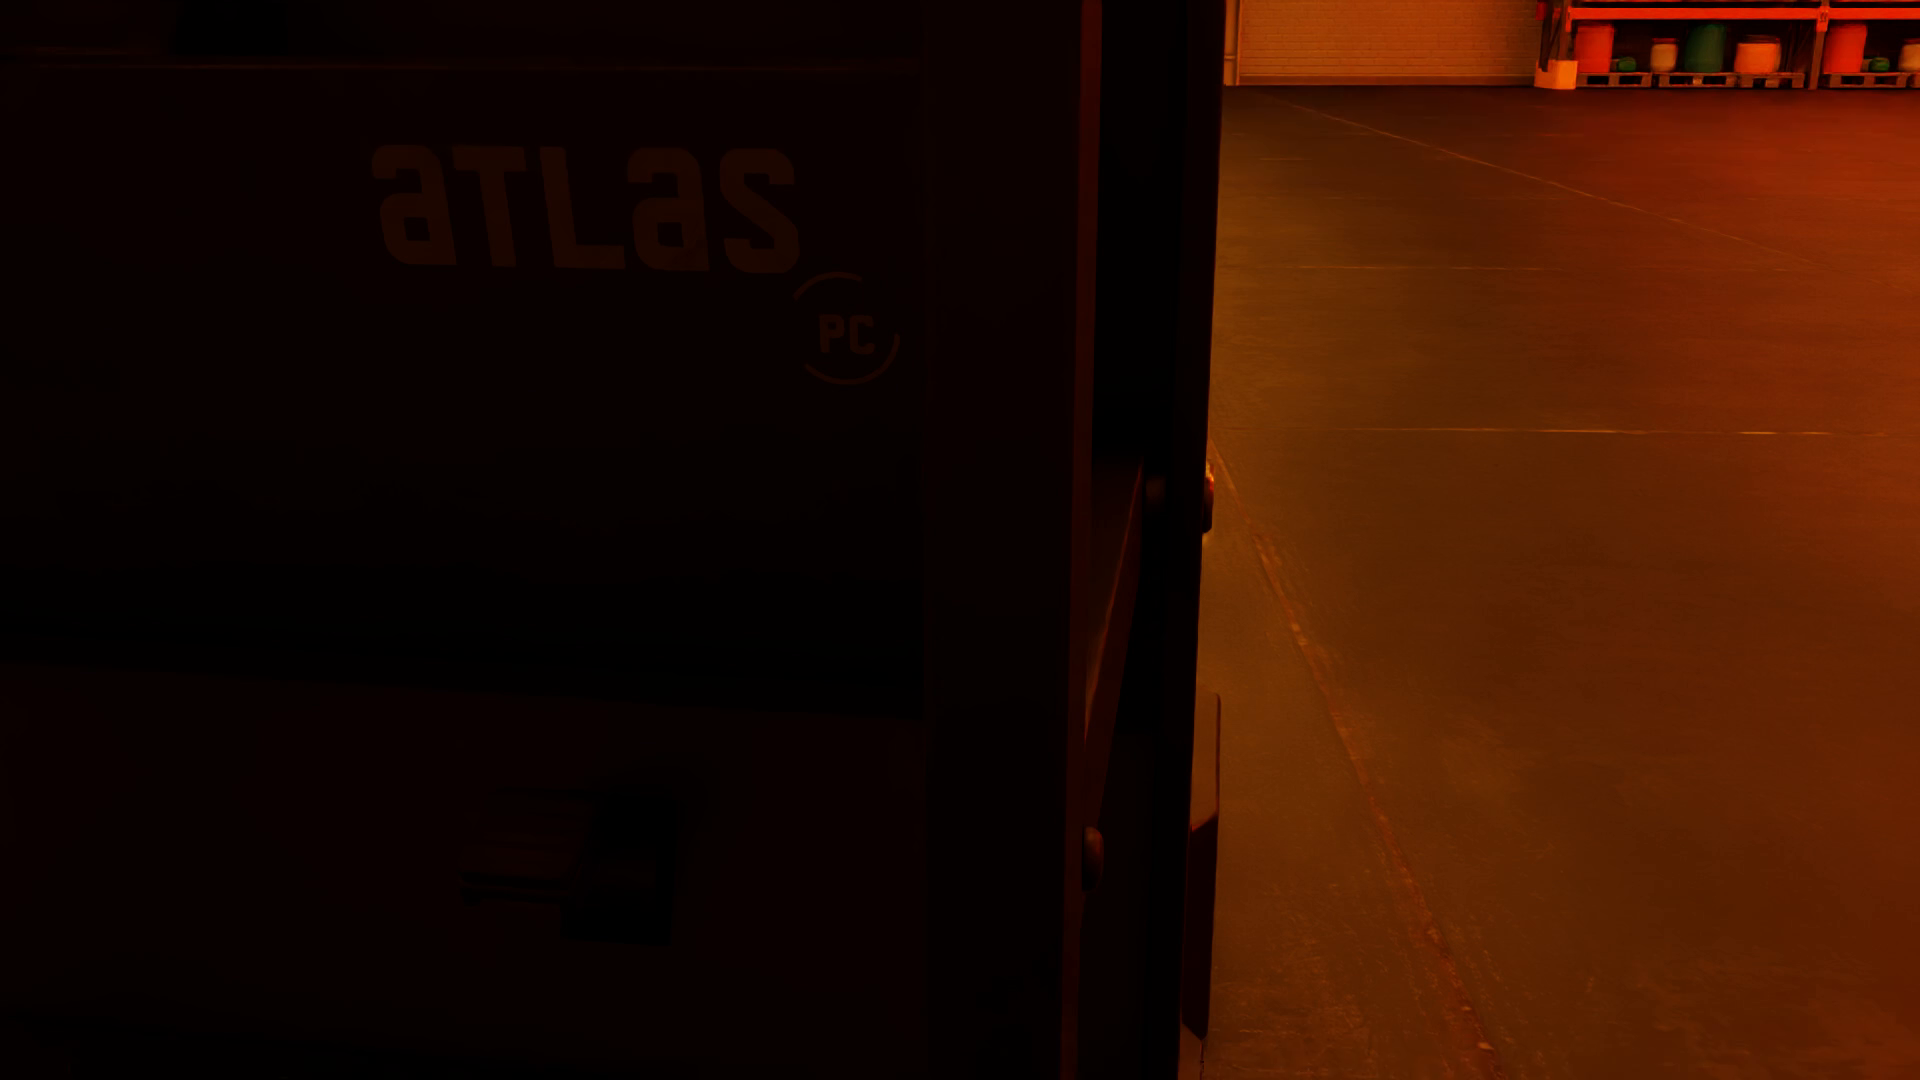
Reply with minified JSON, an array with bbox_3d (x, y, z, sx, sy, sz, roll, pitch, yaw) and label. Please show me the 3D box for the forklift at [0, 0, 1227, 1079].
[{"bbox_3d":[-0.436,-0.663,0.564,1.130,2.935,3.031,3,17,8],"label":"forklift"}]
